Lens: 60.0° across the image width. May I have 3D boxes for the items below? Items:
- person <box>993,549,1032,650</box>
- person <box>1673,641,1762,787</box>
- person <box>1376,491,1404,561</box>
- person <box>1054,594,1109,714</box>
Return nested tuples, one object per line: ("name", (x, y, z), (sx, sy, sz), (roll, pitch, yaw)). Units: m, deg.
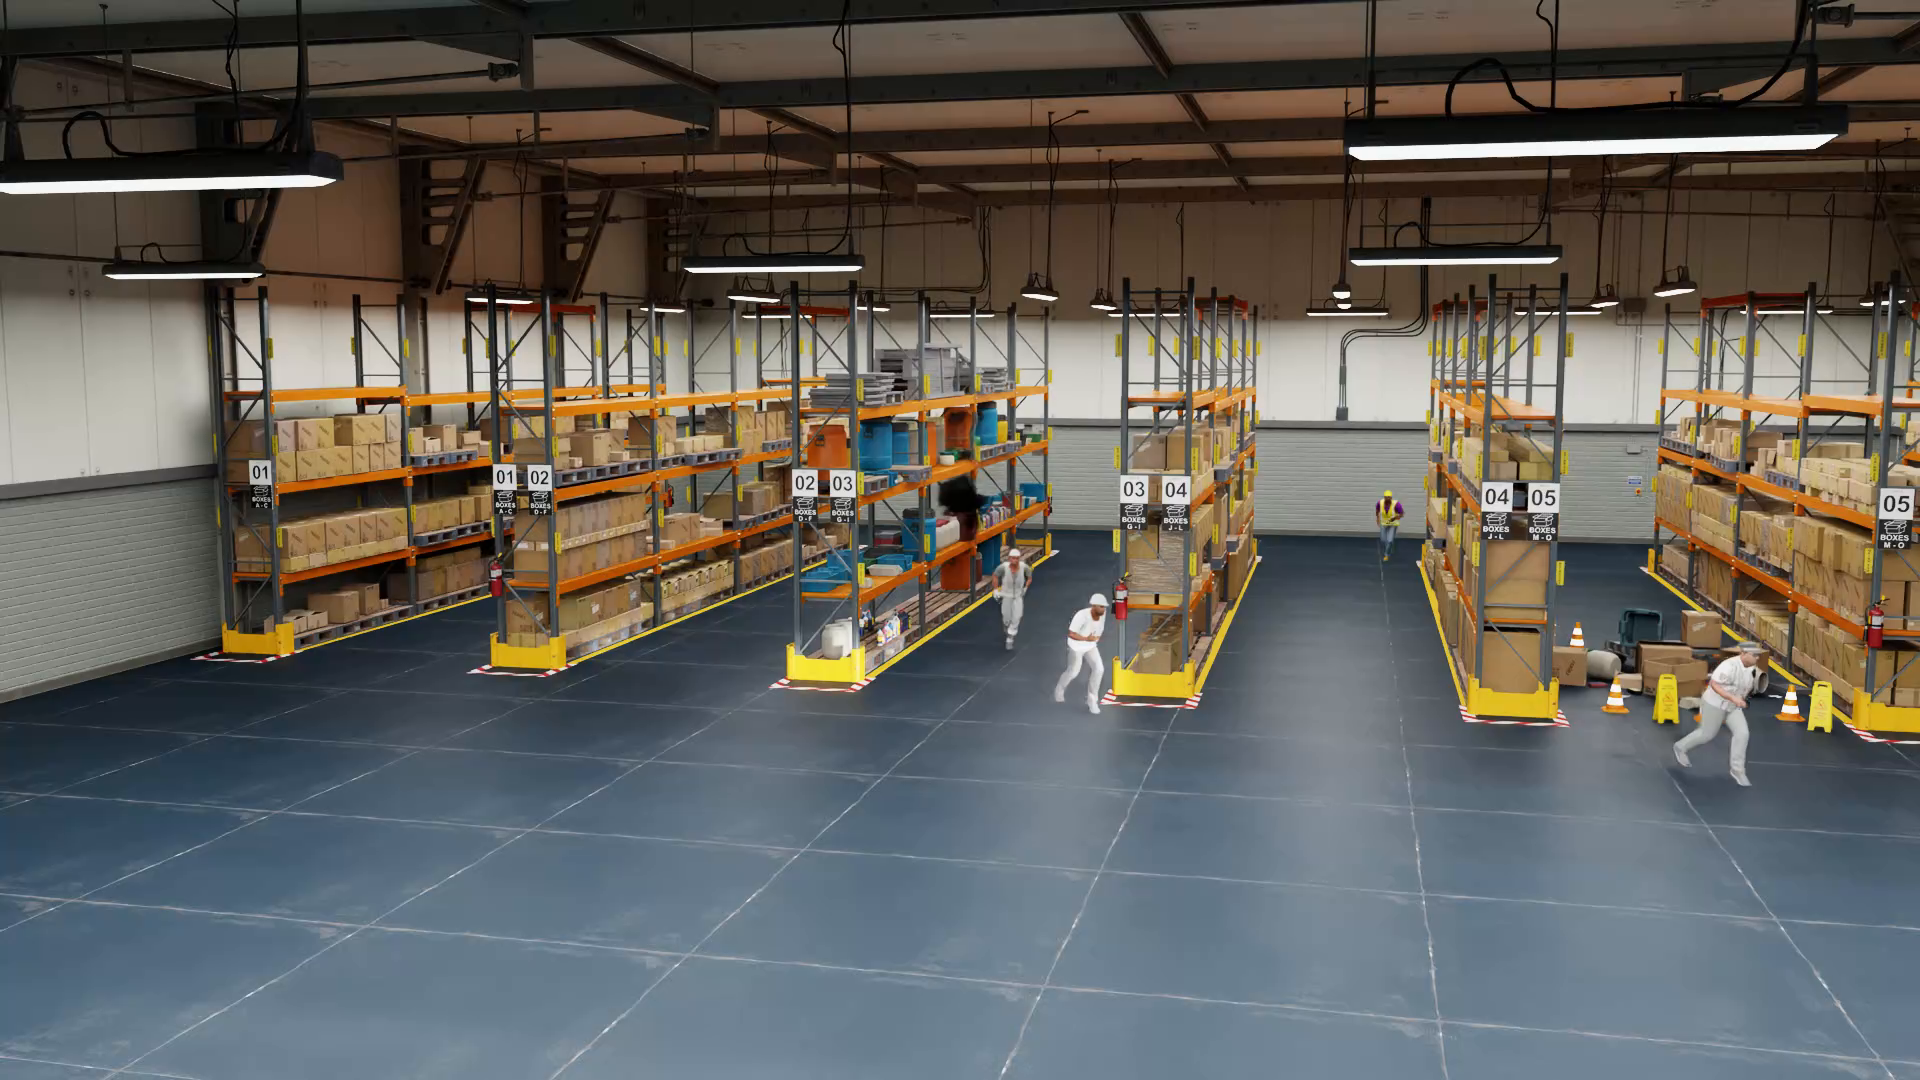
("person", (0.877, 0.972, 27.909), (0.655, 1.716, 0.833), (-1, 7, -10))
("person", (8.847, 1.973, 19.460), (0.672, 1.717, 1.024), (-4, 8, -33))
("person", (10.160, -0.340, 39.391), (0.691, 1.693, 0.741), (3, 7, 26))
("person", (1.697, 1.556, 23.110), (0.746, 1.714, 1.024), (-5, 8, -38))
